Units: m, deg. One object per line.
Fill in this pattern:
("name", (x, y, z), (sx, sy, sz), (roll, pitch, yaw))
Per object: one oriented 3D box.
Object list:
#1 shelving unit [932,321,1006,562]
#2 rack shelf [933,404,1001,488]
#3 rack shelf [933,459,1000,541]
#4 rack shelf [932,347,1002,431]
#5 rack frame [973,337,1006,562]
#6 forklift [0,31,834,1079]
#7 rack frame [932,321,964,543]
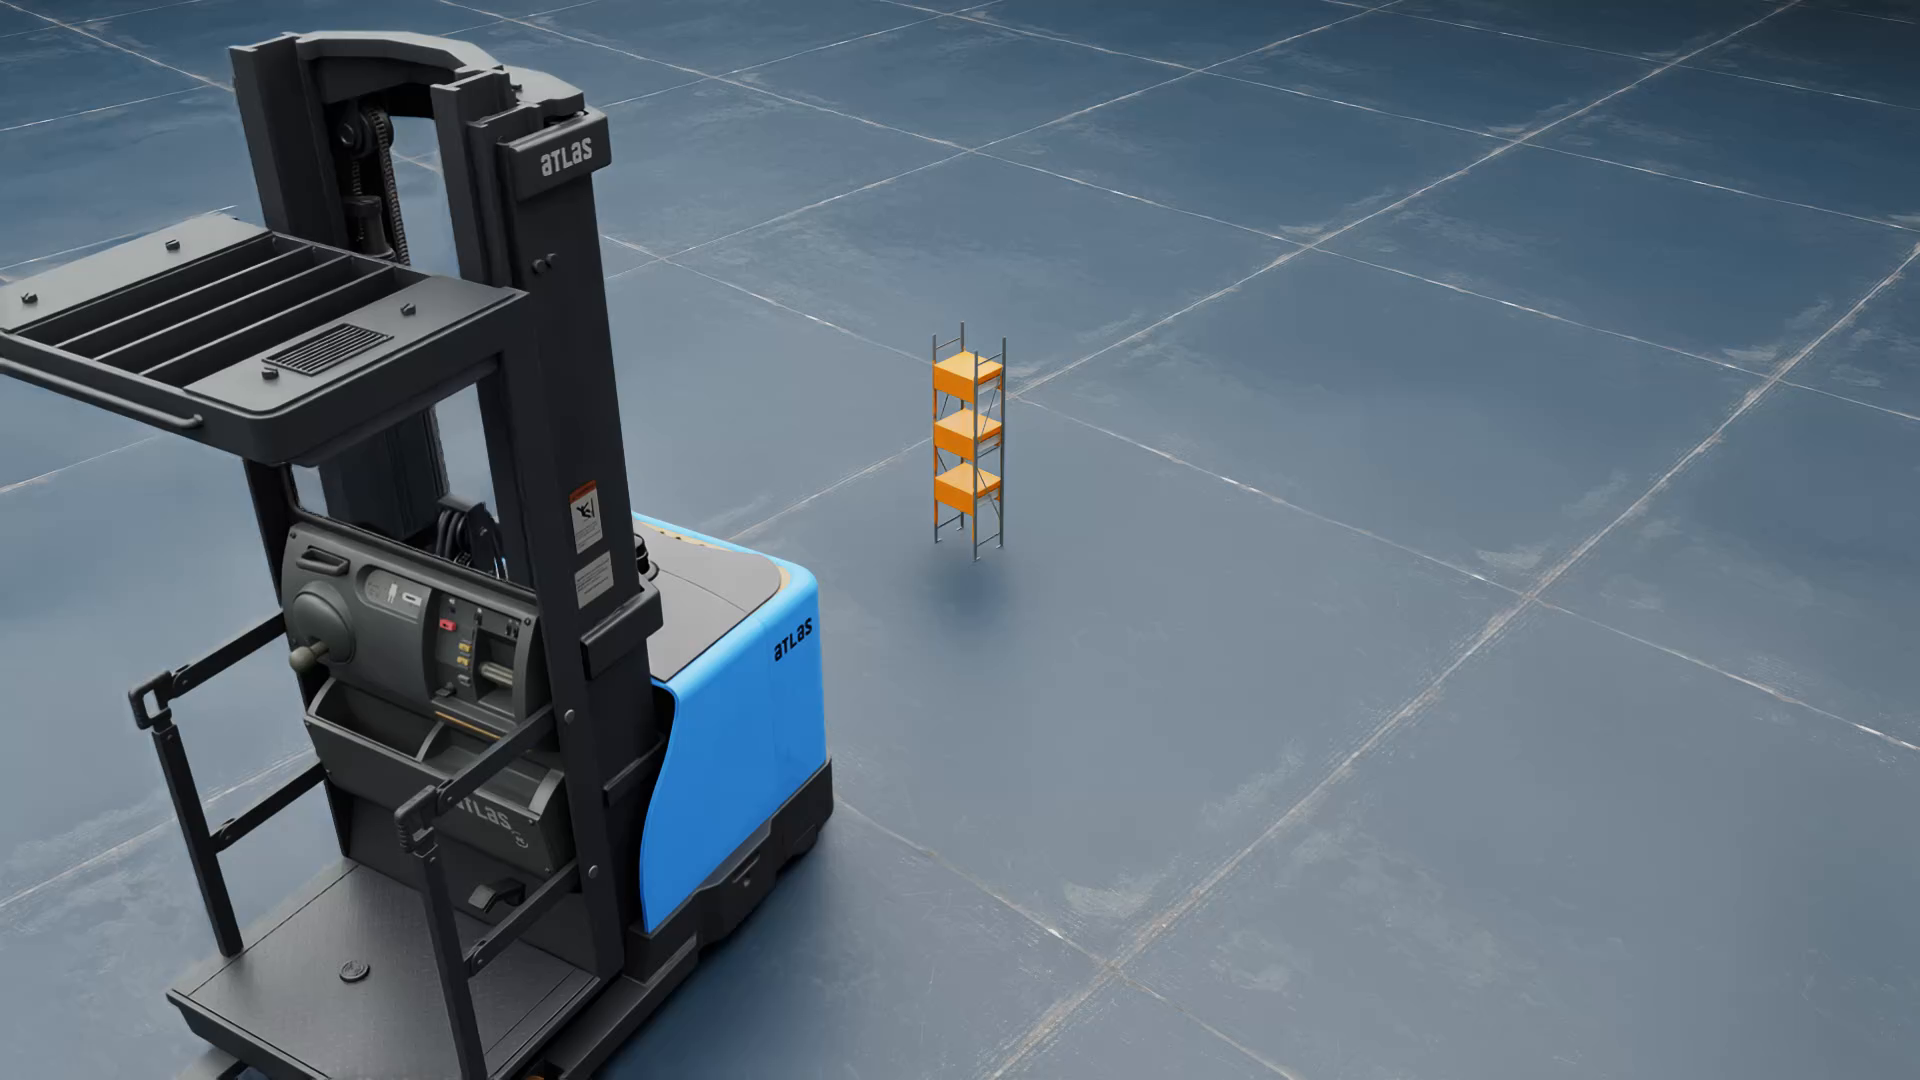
("shelving unit", (0.040, -0.431, 7.448), (0.252, 1.050, 0.215), (25, 39, 35))
("rack shelf", (0.040, -0.422, 7.454), (0.240, 0.259, 0.215), (25, 39, 35))
("rack shelf", (0.040, -0.184, 7.597), (0.240, 0.259, 0.215), (25, 39, 35))
("rack shelf", (0.040, -0.665, 7.308), (0.240, 0.259, 0.215), (25, 39, 35))
("rack frame", (0.130, -0.389, 7.378), (0.008, 1.050, 0.200), (25, 39, 35))
("forklift", (-1.628, 0.297, 4.415), (1.130, 2.935, 3.031), (17, 35, 25))
("rack frame", (-0.051, -0.473, 7.519), (0.008, 1.050, 0.200), (25, 39, 35))
